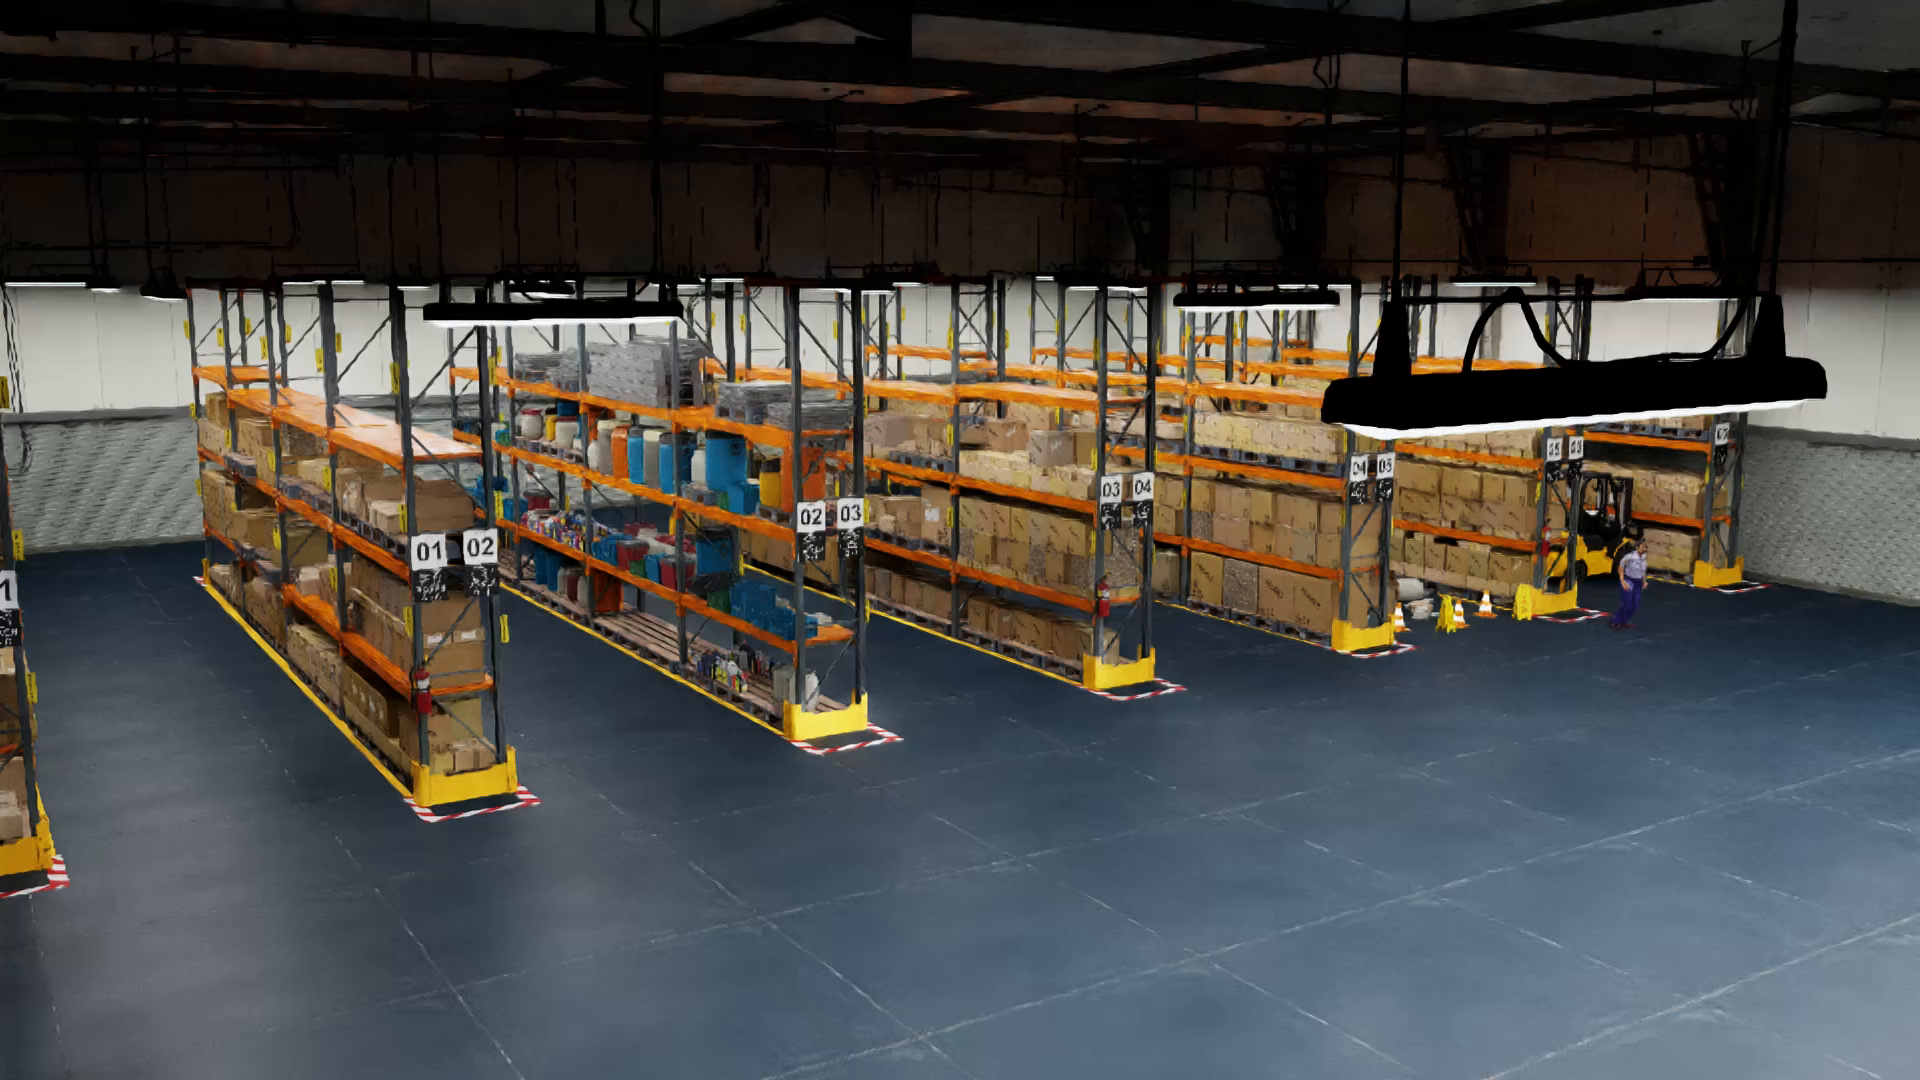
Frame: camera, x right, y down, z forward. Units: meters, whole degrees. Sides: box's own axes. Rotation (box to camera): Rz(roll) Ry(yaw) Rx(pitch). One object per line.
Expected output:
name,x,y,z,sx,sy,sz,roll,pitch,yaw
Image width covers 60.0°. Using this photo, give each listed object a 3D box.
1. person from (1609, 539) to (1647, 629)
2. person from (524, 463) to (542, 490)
person,11.610,0.752,28.796,0.625,1.596,0.517,-6,11,-33
person,-10.146,-1.073,39.643,0.460,1.587,0.490,1,10,6
